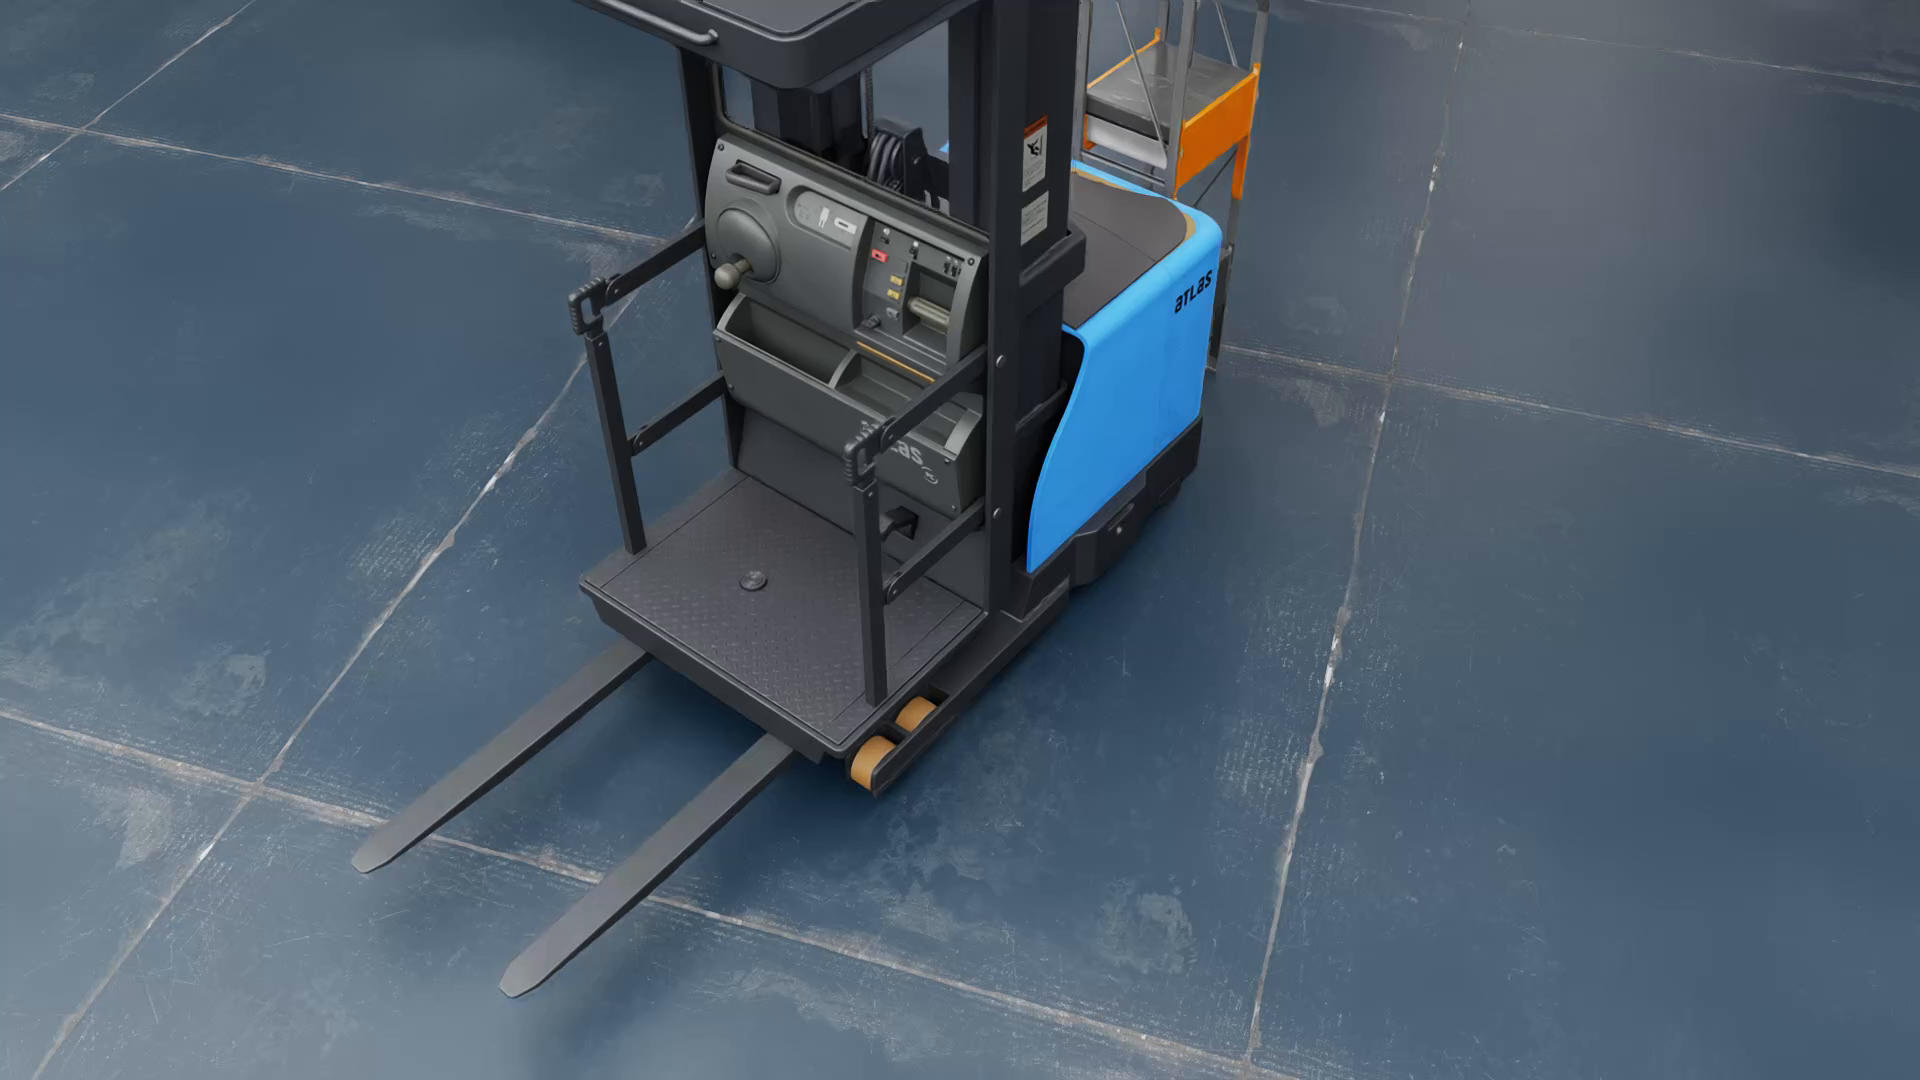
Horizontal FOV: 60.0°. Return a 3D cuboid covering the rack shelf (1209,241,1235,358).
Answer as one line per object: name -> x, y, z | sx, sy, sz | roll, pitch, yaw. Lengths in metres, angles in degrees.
rack shelf -> 0.681, -0.844, 6.126 | 0.431, 0.518, 0.480 | 28, 50, 26

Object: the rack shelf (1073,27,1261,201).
rack shelf -> 0.687, -1.349, 5.642 | 0.431, 0.518, 0.480 | 28, 50, 26

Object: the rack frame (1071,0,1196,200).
rack frame -> 0.538, -1.226, 5.492 | 0.400, 2.100, 0.015 | 28, 50, 26

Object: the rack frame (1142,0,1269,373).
rack frame -> 0.836, -1.492, 5.773 | 0.400, 2.100, 0.015 | 28, 50, 26

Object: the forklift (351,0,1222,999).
forklift -> -0.462, -0.693, 4.363 | 1.130, 2.935, 3.031 | 29, 51, 26

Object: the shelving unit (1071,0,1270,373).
shelving unit -> 0.687, -1.359, 5.633 | 0.431, 2.100, 0.503 | 28, 50, 26

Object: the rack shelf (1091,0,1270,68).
rack shelf -> 0.693, -1.855, 5.158 | 0.431, 0.518, 0.480 | 28, 50, 26
